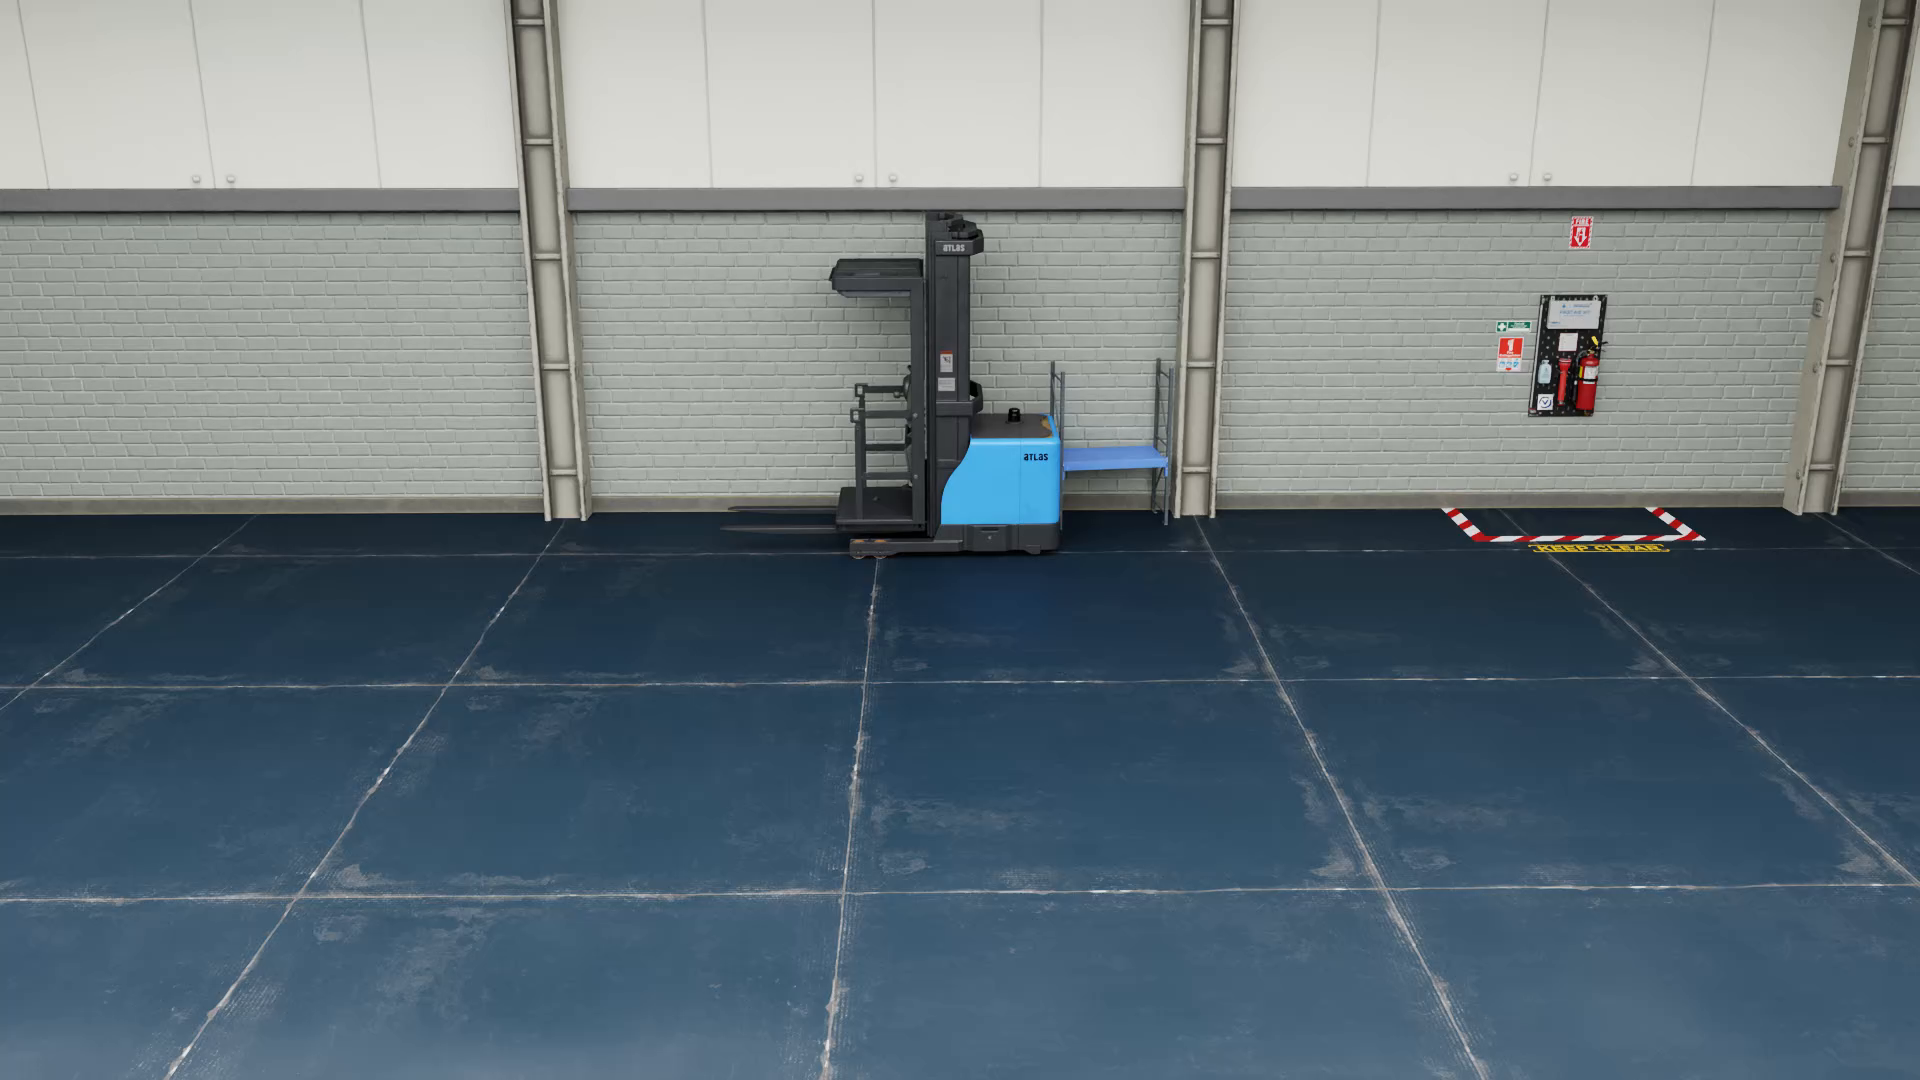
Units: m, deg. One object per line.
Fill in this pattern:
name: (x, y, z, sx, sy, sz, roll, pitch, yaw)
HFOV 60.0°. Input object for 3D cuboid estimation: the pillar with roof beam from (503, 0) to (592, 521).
pillar with roof beam: (-3.687, -3.201, 10.496, 0.400, 9.000, 9.100, 0, 18, -1)

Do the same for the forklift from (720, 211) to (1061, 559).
forklift: (-0.630, -1.392, 14.790, 3.031, 2.935, 1.130, 0, 18, -1)

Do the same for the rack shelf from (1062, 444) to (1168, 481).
rack shelf: (1.405, -0.736, 15.677, 1.000, 0.185, 0.538, -3, 18, -8)

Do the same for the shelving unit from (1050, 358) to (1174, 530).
shelving unit: (1.405, -0.907, 15.623, 1.048, 1.500, 0.538, -3, 18, -8)

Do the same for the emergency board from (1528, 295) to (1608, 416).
emergency board: (5.772, -1.717, 15.691, 0.643, 1.169, 0.194, 0, 18, -1)

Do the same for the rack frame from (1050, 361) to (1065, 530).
rack frame: (0.902, -0.884, 15.551, 0.032, 1.500, 0.500, -3, 18, -8)

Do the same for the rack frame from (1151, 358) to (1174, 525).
rack frame: (1.908, -0.930, 15.694, 0.032, 1.500, 0.500, -3, 18, -8)

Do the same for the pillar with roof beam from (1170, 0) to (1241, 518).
pillar with roof beam: (2.313, -3.230, 10.586, 0.400, 9.000, 9.100, 0, 18, -1)

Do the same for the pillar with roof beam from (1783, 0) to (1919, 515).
pillar with roof beam: (8.312, -3.259, 10.677, 0.400, 9.000, 9.100, 0, 18, -1)

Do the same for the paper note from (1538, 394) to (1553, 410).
paper note: (5.594, -1.317, 15.888, 0.142, 0.148, 0.016, 0, 18, -1)

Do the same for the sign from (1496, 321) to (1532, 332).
sign: (5.223, -2.012, 15.686, 0.331, 0.109, 0.001, 0, 18, -1)

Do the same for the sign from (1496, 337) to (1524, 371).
sign: (5.218, -1.763, 15.775, 0.234, 0.329, 0.001, 0, 18, -1)

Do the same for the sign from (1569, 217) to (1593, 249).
sign: (5.763, -2.851, 15.431, 0.199, 0.298, 0.001, 0, 18, -1)
